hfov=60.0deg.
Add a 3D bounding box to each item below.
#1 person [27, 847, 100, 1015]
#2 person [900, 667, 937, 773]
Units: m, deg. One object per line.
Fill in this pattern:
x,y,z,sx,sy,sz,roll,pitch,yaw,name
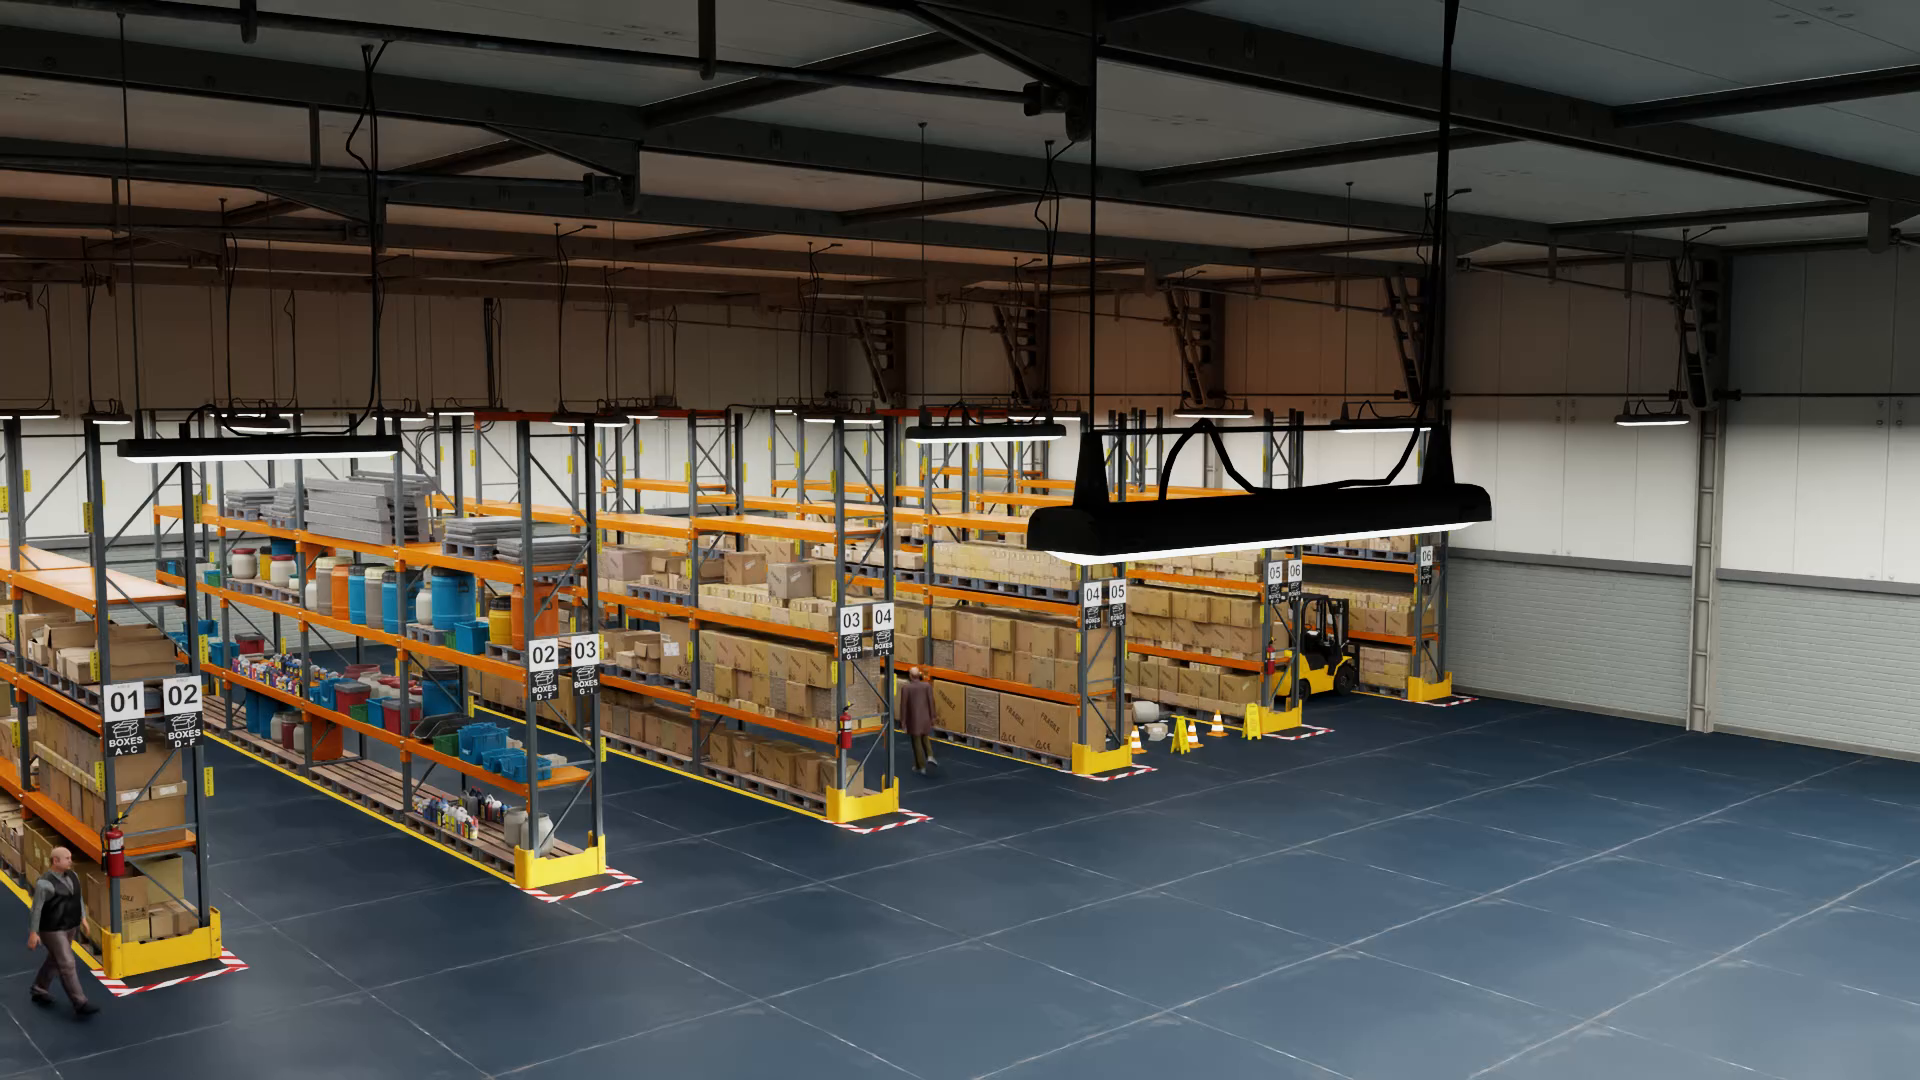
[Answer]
-9.175,3.979,17.044,1.006,1.663,0.555,1,5,7,person
-0.688,3.000,27.775,0.619,1.769,0.555,-3,6,-27,person
